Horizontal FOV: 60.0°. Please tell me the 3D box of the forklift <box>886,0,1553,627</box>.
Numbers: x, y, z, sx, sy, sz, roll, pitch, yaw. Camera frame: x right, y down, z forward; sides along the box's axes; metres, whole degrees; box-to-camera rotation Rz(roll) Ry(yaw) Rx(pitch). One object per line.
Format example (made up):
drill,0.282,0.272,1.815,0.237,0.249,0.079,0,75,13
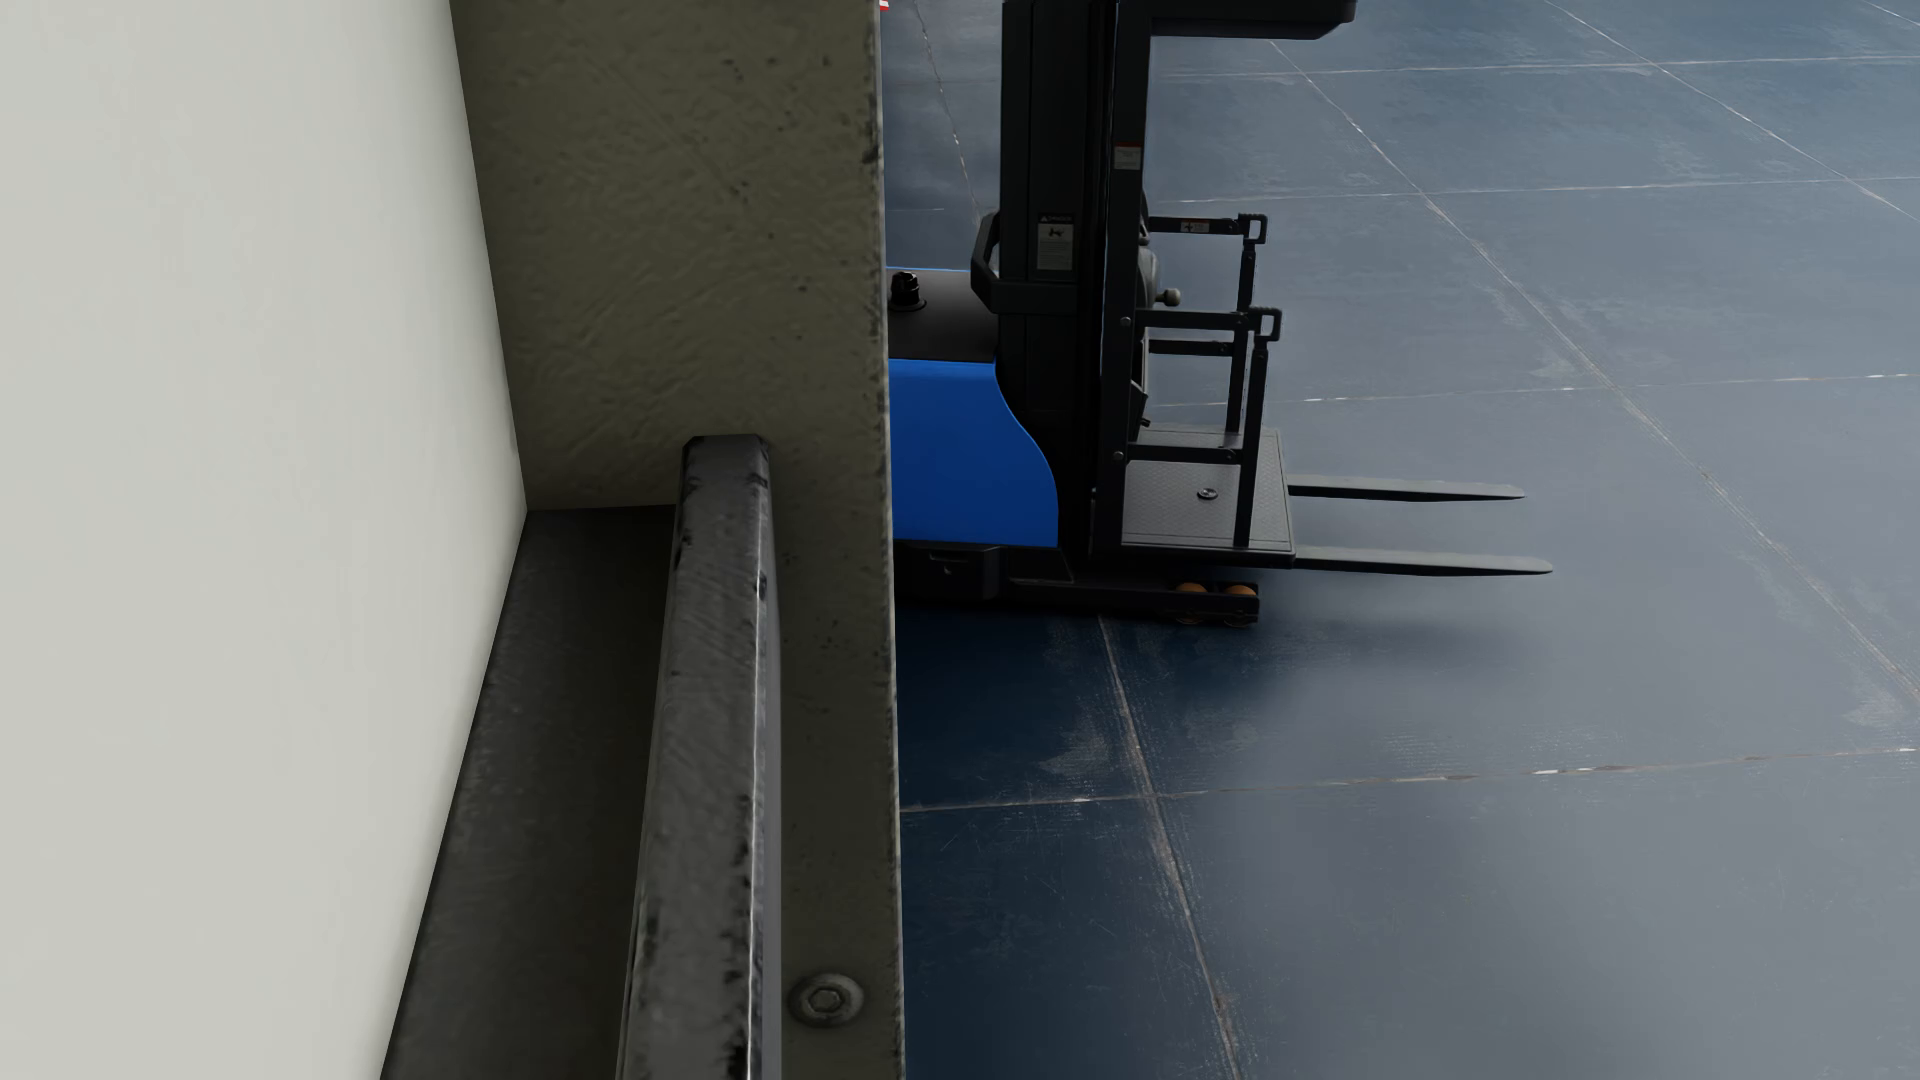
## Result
forklift,0.889,-1.197,6.395,3.031,2.935,1.130,3,31,5
